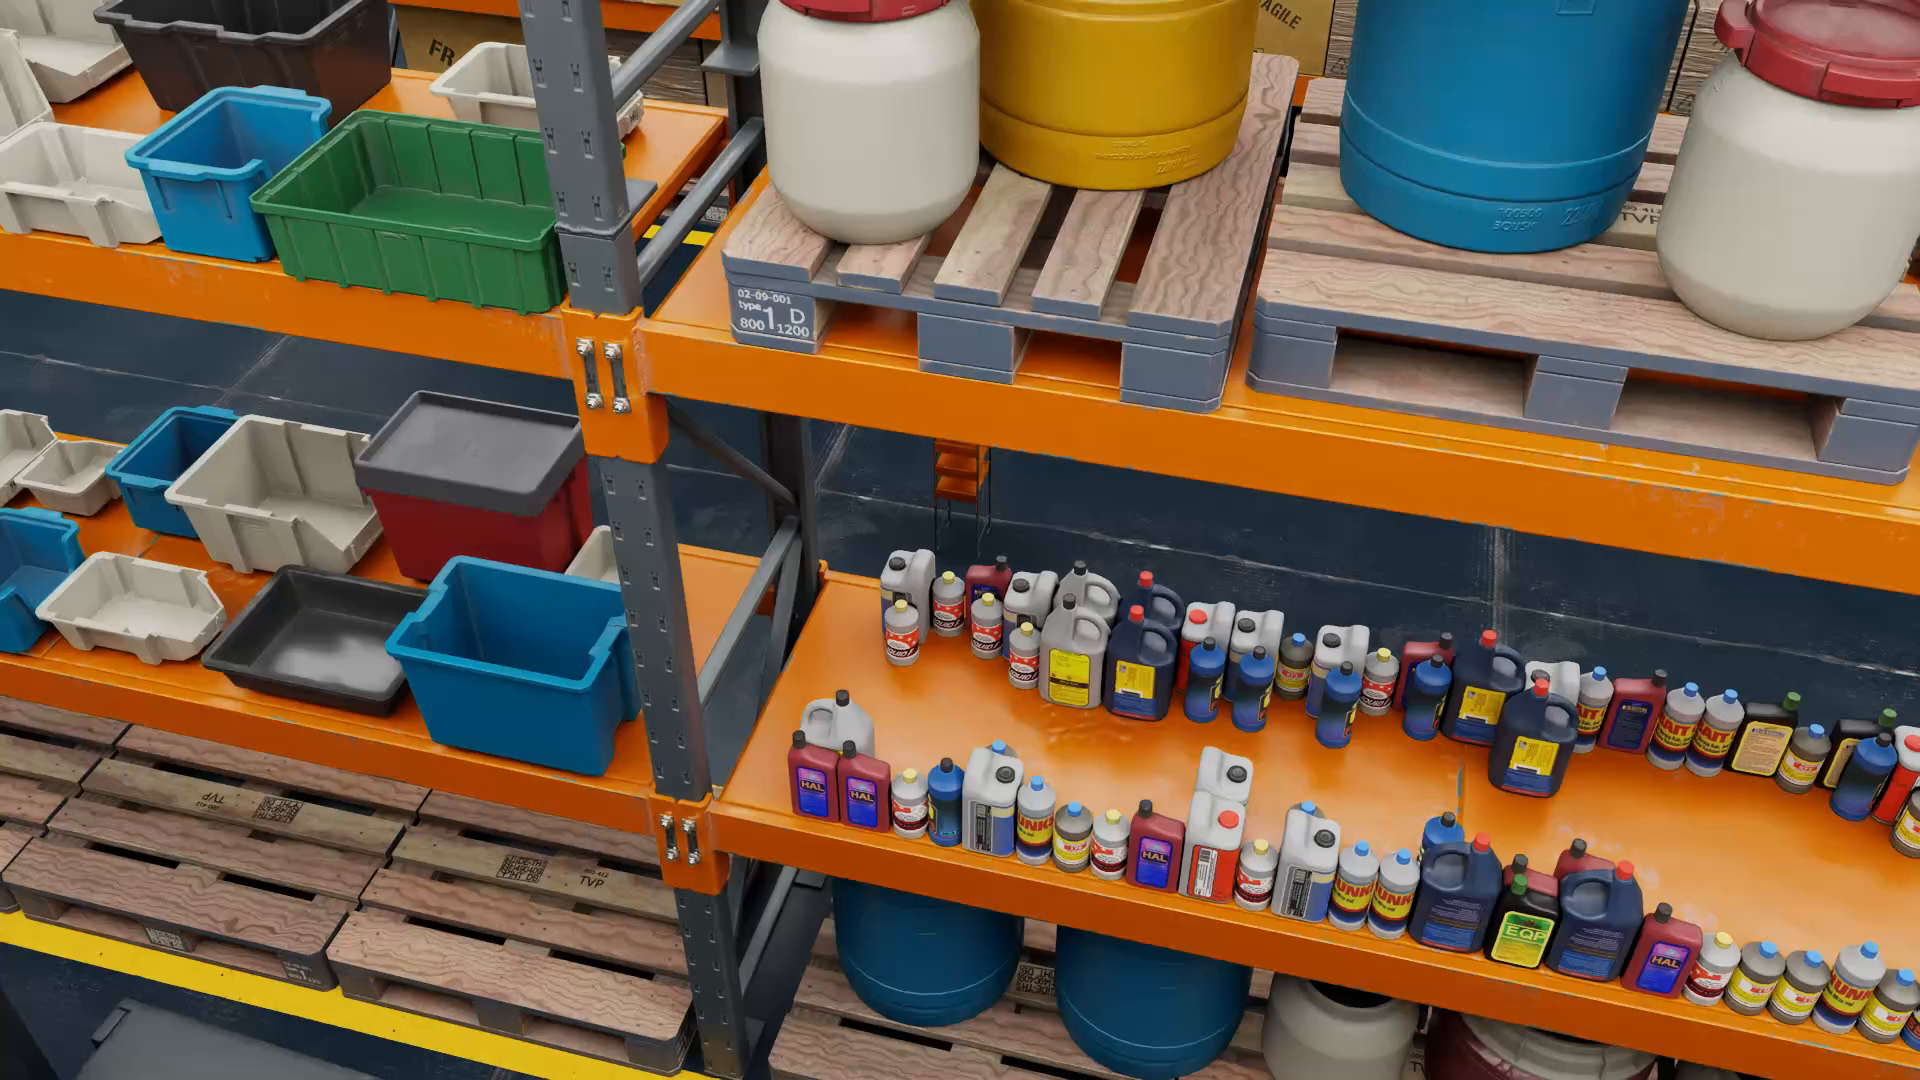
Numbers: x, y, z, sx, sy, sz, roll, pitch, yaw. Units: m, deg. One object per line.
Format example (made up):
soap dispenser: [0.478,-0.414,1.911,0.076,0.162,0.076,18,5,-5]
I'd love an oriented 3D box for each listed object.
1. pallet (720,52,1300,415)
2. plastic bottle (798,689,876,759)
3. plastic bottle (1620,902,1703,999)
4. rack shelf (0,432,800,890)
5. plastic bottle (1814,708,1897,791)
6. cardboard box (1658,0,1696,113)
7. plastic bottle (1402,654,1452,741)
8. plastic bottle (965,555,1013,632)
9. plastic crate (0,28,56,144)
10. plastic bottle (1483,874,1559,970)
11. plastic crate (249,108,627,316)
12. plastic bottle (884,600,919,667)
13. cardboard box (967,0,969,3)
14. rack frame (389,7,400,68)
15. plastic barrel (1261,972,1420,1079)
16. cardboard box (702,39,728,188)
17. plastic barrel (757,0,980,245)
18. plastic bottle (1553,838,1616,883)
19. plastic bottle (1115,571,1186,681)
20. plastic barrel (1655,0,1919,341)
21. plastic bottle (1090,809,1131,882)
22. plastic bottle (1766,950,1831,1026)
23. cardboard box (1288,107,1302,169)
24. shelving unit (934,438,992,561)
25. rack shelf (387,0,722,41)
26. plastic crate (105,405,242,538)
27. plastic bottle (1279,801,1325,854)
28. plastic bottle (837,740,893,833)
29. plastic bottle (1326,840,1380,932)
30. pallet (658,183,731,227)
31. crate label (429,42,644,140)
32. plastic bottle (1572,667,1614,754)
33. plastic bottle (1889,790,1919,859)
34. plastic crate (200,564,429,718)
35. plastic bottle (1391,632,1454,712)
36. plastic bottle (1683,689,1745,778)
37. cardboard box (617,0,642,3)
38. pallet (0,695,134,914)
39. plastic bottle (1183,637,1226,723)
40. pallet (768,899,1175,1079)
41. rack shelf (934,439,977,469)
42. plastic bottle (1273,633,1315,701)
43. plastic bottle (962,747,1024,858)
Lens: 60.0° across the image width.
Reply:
pallet: [0.166,-0.771,3.650,1.003,0.211,1.213,10,41,11]
plastic bottle: [-0.321,0.521,4.335,0.185,0.351,0.144,10,41,11]
plastic bottle: [1.643,0.953,3.873,0.133,0.283,0.061,10,41,11]
rack shelf: [-2.548,0.179,5.264,4.000,0.370,1.077,10,41,11]
plastic bottle: [2.349,0.545,4.359,0.133,0.283,0.061,10,41,11]
cardboard box: [3.005,-2.313,7.595,0.500,0.500,0.500,9,41,10]
plastic bottle: [1.274,0.418,4.520,0.097,0.271,0.097,0,40,0]
plastic bottle: [0.083,0.155,4.823,0.133,0.283,0.061,10,41,11]
plastic crate: [-2.419,-0.972,3.835,0.530,0.282,0.437,10,41,11]
plastic bottle: [1.335,0.900,3.936,0.133,0.283,0.061,10,41,11]
plastic crate: [-1.104,-0.714,3.600,0.662,0.188,0.450,10,41,11]
plastic bottle: [-0.166,0.257,4.766,0.097,0.201,0.097,0,40,0]
cardboard box: [0.170,-2.808,8.146,0.500,0.250,0.500,9,41,11]
rack frame: [-3.200,-3.506,9.092,0.127,3.000,1.000,10,41,11]
plastic barrel: [1.111,1.396,4.863,0.421,0.512,0.421,0,40,0]
cardboard box: [-0.822,-2.497,9.217,0.875,0.875,0.875,10,41,11]
plastic barrel: [-0.173,-0.882,3.204,0.433,0.535,0.433,0,40,0]
plastic bottle: [1.501,0.833,4.016,0.133,0.283,0.061,10,41,11]
plastic bottle: [0.535,0.235,4.676,0.185,0.351,0.144,10,41,11]
plastic barrel: [1.496,-0.662,2.941,0.433,0.535,0.433,0,40,0]
plastic bottle: [0.379,0.755,4.173,0.097,0.201,0.097,0,40,0]
plastic bottle: [1.947,1.025,3.852,0.097,0.201,0.097,0,40,0]
cardboard box: [2.151,-1.946,8.561,0.875,0.875,1.225,8,41,10]
shelving unit: [0.014,-0.457,6.861,0.189,1.200,0.258,10,41,11]
rack shelf: [-1.268,-2.898,8.928,4.000,0.370,1.077,10,41,11]
plastic crate: [-2.430,-0.206,5.246,0.300,0.233,0.416,10,41,11]
plastic bottle: [0.865,0.737,4.194,0.097,0.201,0.097,0,40,0]
plastic bottle: [-0.244,0.629,4.260,0.133,0.283,0.061,10,41,11]
plastic bottle: [0.956,0.828,4.032,0.097,0.271,0.097,0,40,0]
pallet: [-1.233,-2.150,9.646,1.213,0.211,1.003,10,41,11]
crate label: [-1.014,-1.073,4.067,0.466,0.136,0.293,10,41,11]
plastic bottle: [1.693,0.449,4.483,0.097,0.271,0.097,0,40,0]
plastic bottle: [2.452,0.708,4.229,0.097,0.201,0.097,0,40,0]
plastic crate: [-1.767,0.299,4.729,0.590,0.125,0.437,10,41,11]
plastic bottle: [1.277,0.361,4.579,0.133,0.283,0.061,10,41,11]
plastic bottle: [2.010,0.504,4.418,0.097,0.271,0.097,0,40,0]
cardboard box: [-1.700,-2.934,8.606,0.250,0.149,0.380,9,41,11]
pallet: [-3.694,0.800,6.133,1.213,0.211,1.003,10,41,11]
plastic bottle: [0.674,0.375,4.571,0.097,0.271,0.097,0,40,0]
pallet: [0.118,1.458,5.350,1.213,0.211,1.003,10,41,11]
rack shelf: [0.014,-0.423,6.890,0.180,0.103,0.258,10,41,11]
plastic bottle: [0.937,0.346,4.660,0.097,0.201,0.097,0,40,0]
plastic bottle: [0.086,0.658,4.231,0.135,0.276,0.152,10,41,11]
